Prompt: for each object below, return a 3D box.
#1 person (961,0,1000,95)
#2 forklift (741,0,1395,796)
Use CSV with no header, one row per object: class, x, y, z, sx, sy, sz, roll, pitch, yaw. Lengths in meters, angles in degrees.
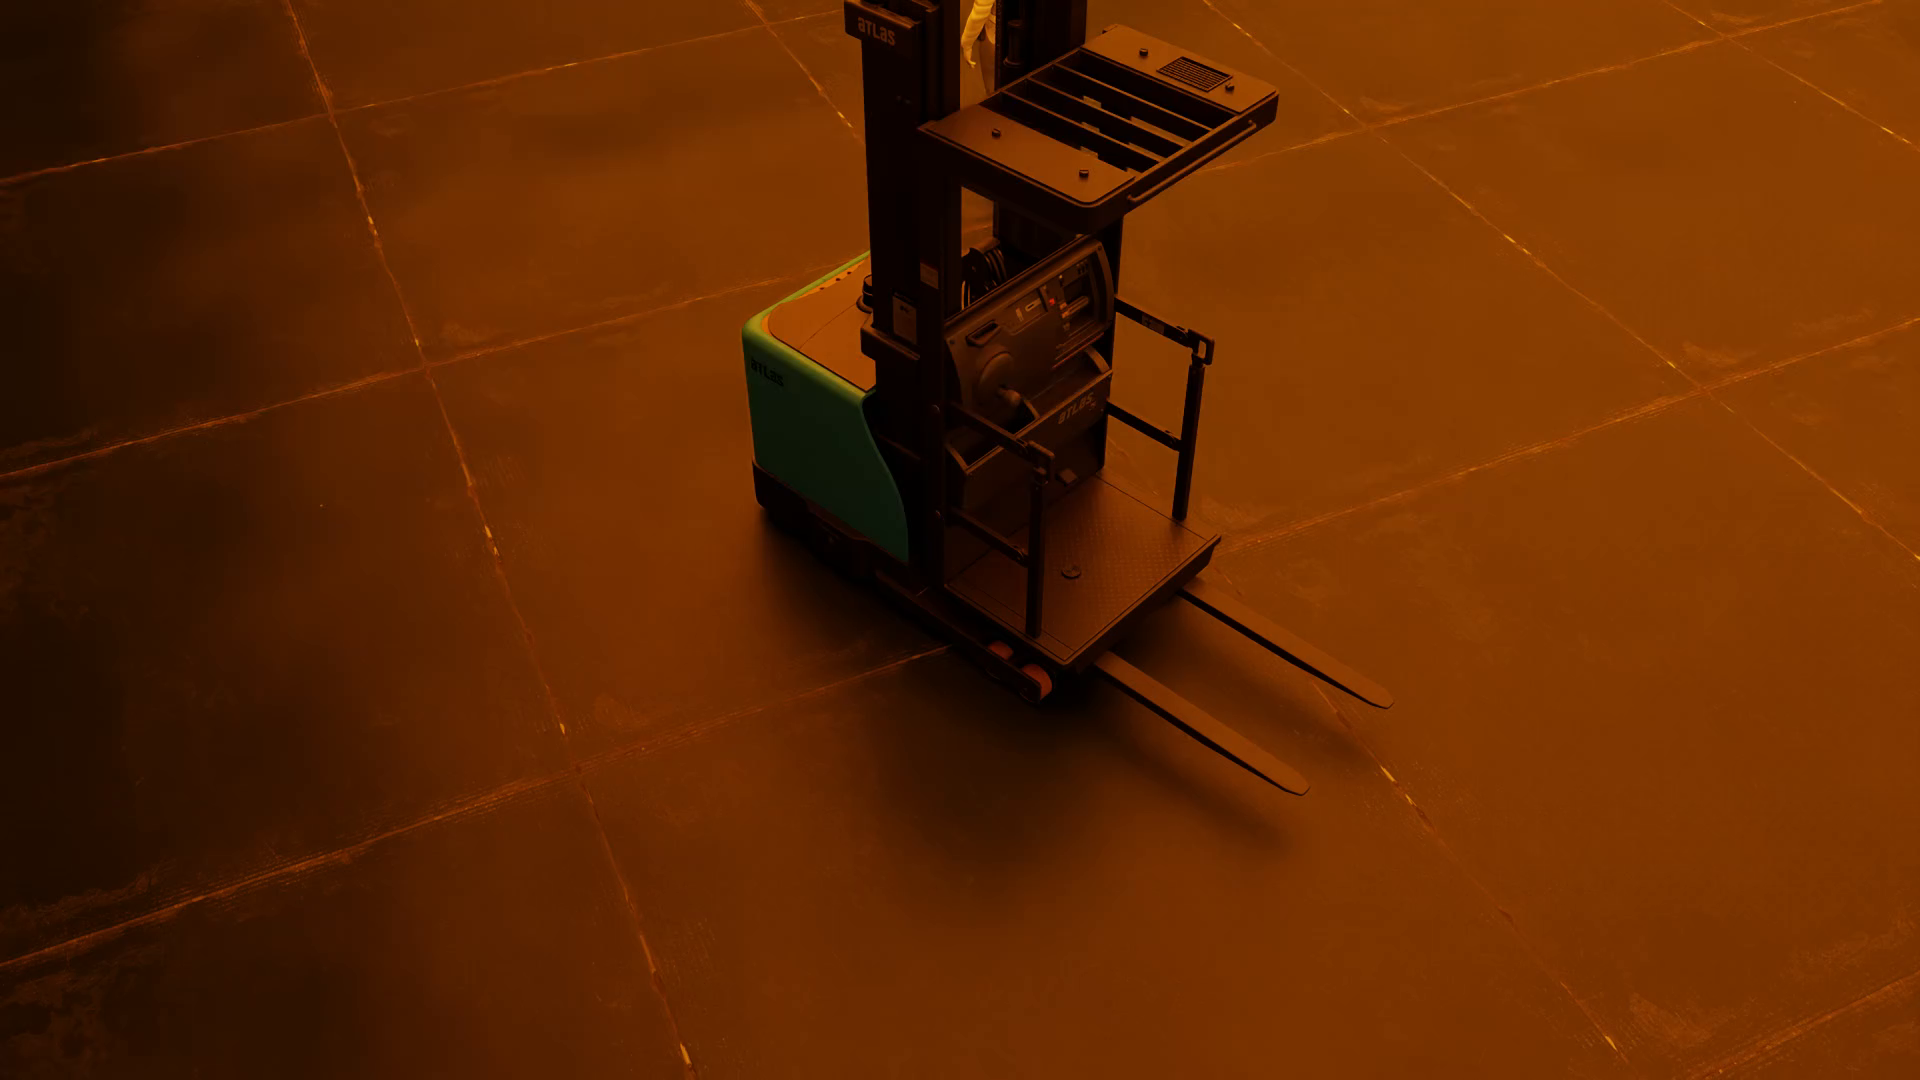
person,0.242,-2.980,9.770,0.589,1.695,0.531,-23,48,-23
forklift,0.445,-0.788,6.525,3.031,2.935,1.130,32,52,30
